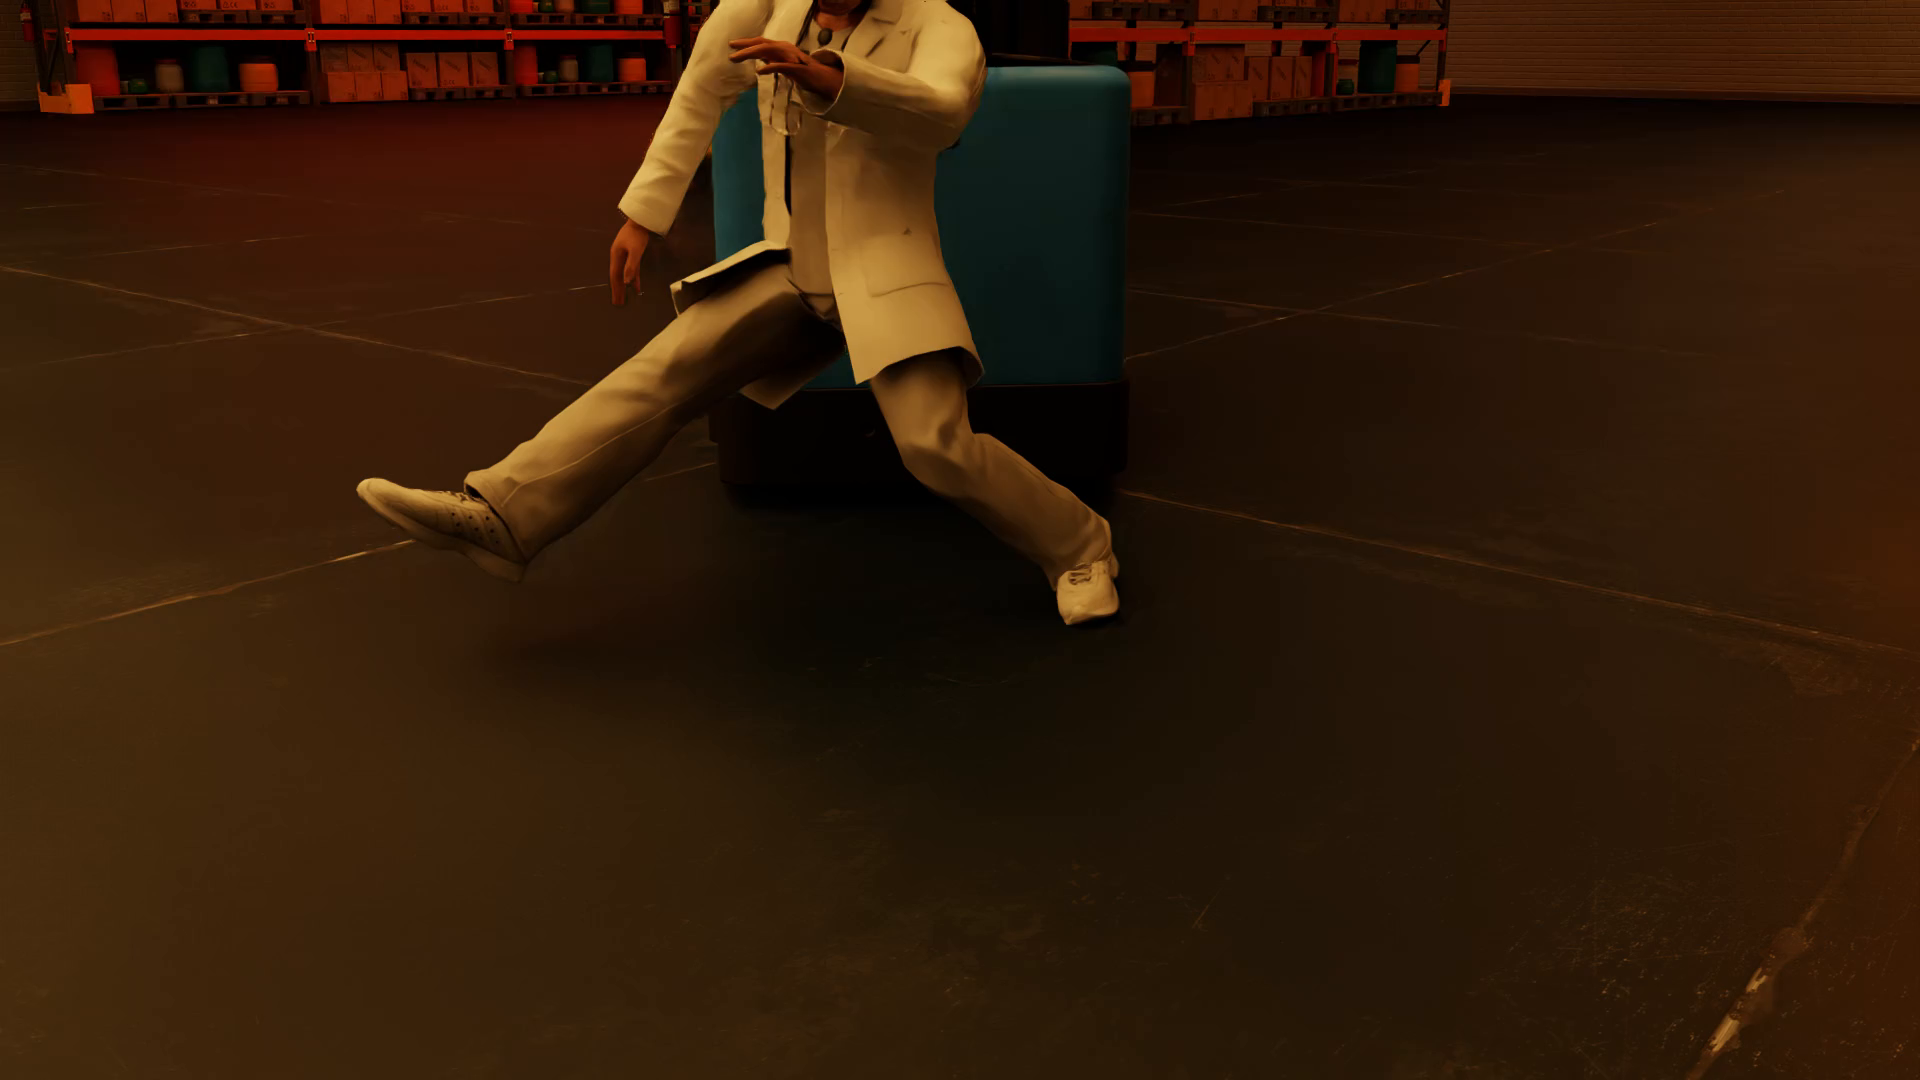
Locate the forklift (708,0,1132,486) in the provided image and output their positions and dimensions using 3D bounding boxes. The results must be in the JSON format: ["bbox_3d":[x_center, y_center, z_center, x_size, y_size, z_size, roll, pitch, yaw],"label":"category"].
[{"bbox_3d":[-0.238,-1.918,5.215,1.130,2.935,3.031,-2,17,-6],"label":"forklift"}]

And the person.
[{"bbox_3d":[-0.338,-0.497,3.188,1.079,1.444,1.267,11,20,32],"label":"person"}]
